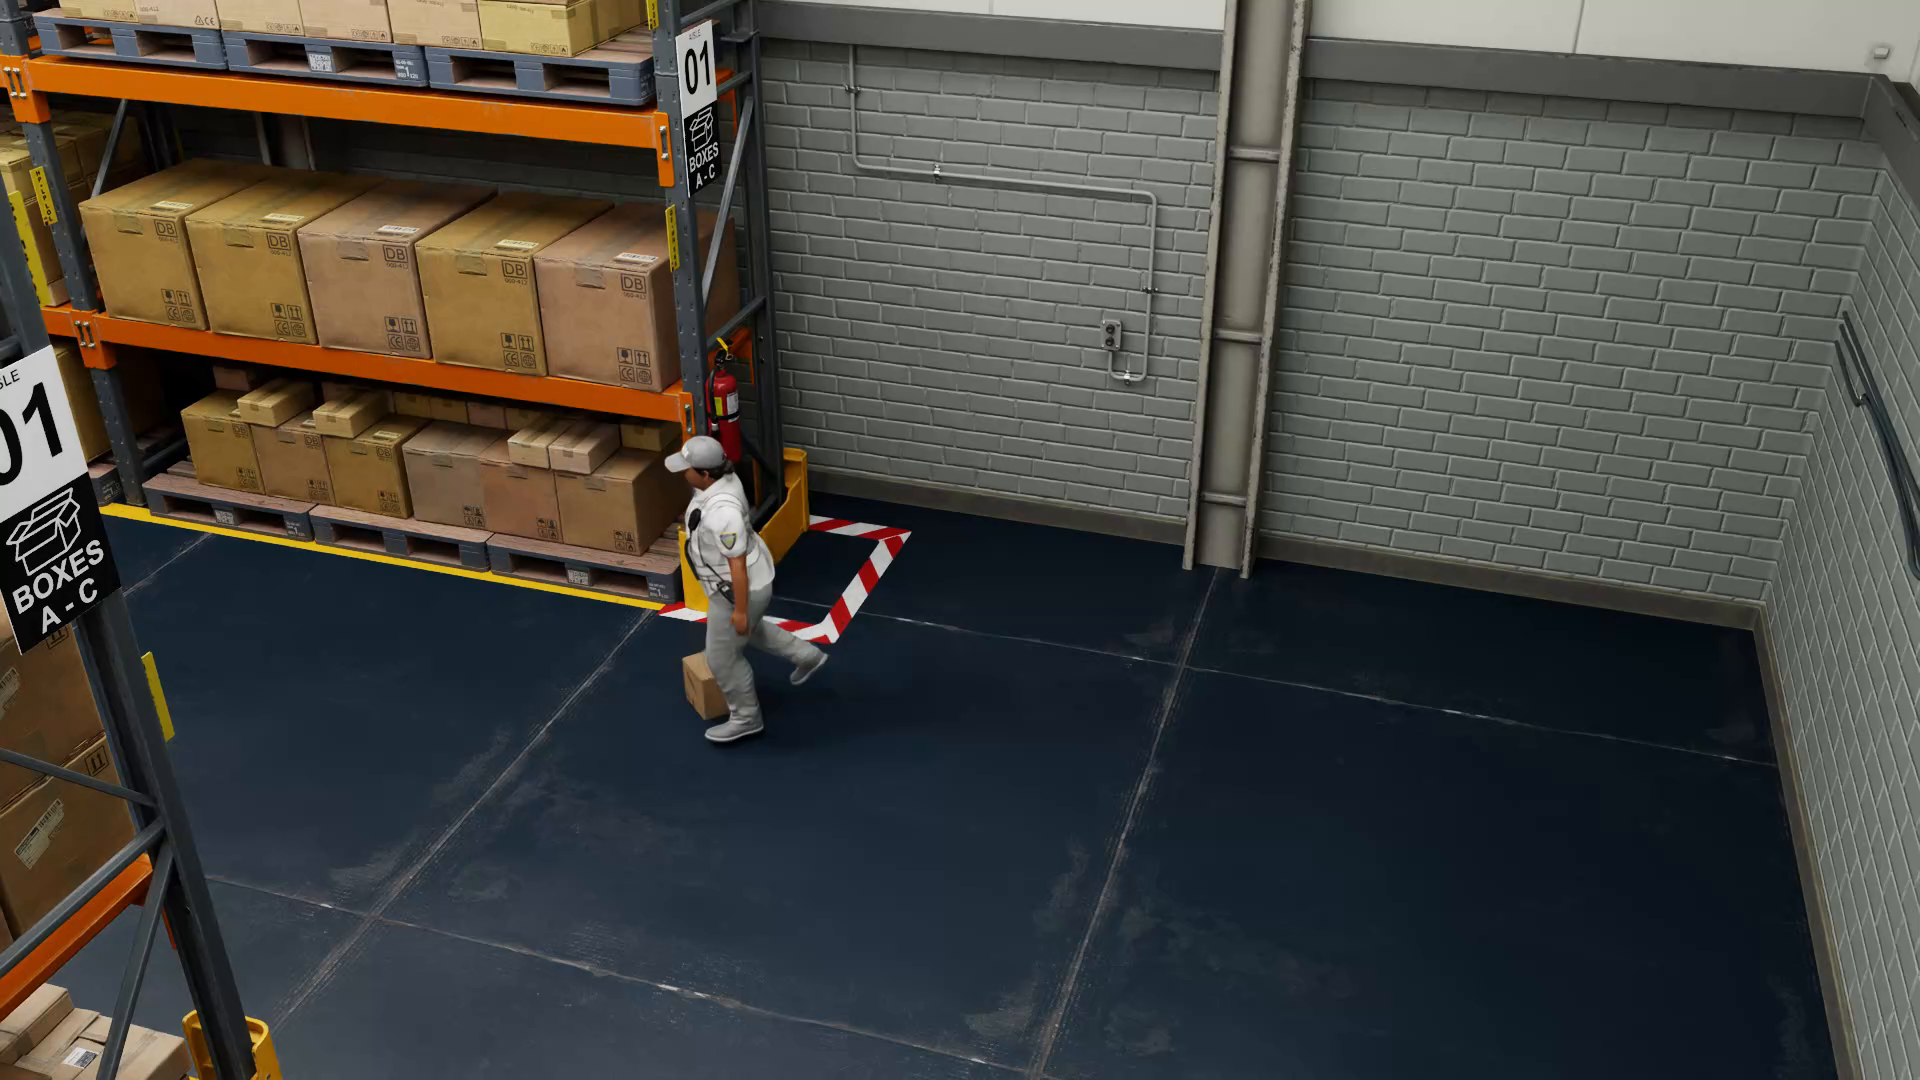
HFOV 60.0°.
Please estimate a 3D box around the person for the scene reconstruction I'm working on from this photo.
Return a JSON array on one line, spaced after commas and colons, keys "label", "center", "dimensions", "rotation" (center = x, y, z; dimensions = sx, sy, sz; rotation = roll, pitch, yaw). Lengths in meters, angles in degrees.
[{"label": "person", "center": [-1.016, 0.204, 8.124], "dimensions": [0.724, 1.638, 0.529], "rotation": [-4, 30, -8]}]
